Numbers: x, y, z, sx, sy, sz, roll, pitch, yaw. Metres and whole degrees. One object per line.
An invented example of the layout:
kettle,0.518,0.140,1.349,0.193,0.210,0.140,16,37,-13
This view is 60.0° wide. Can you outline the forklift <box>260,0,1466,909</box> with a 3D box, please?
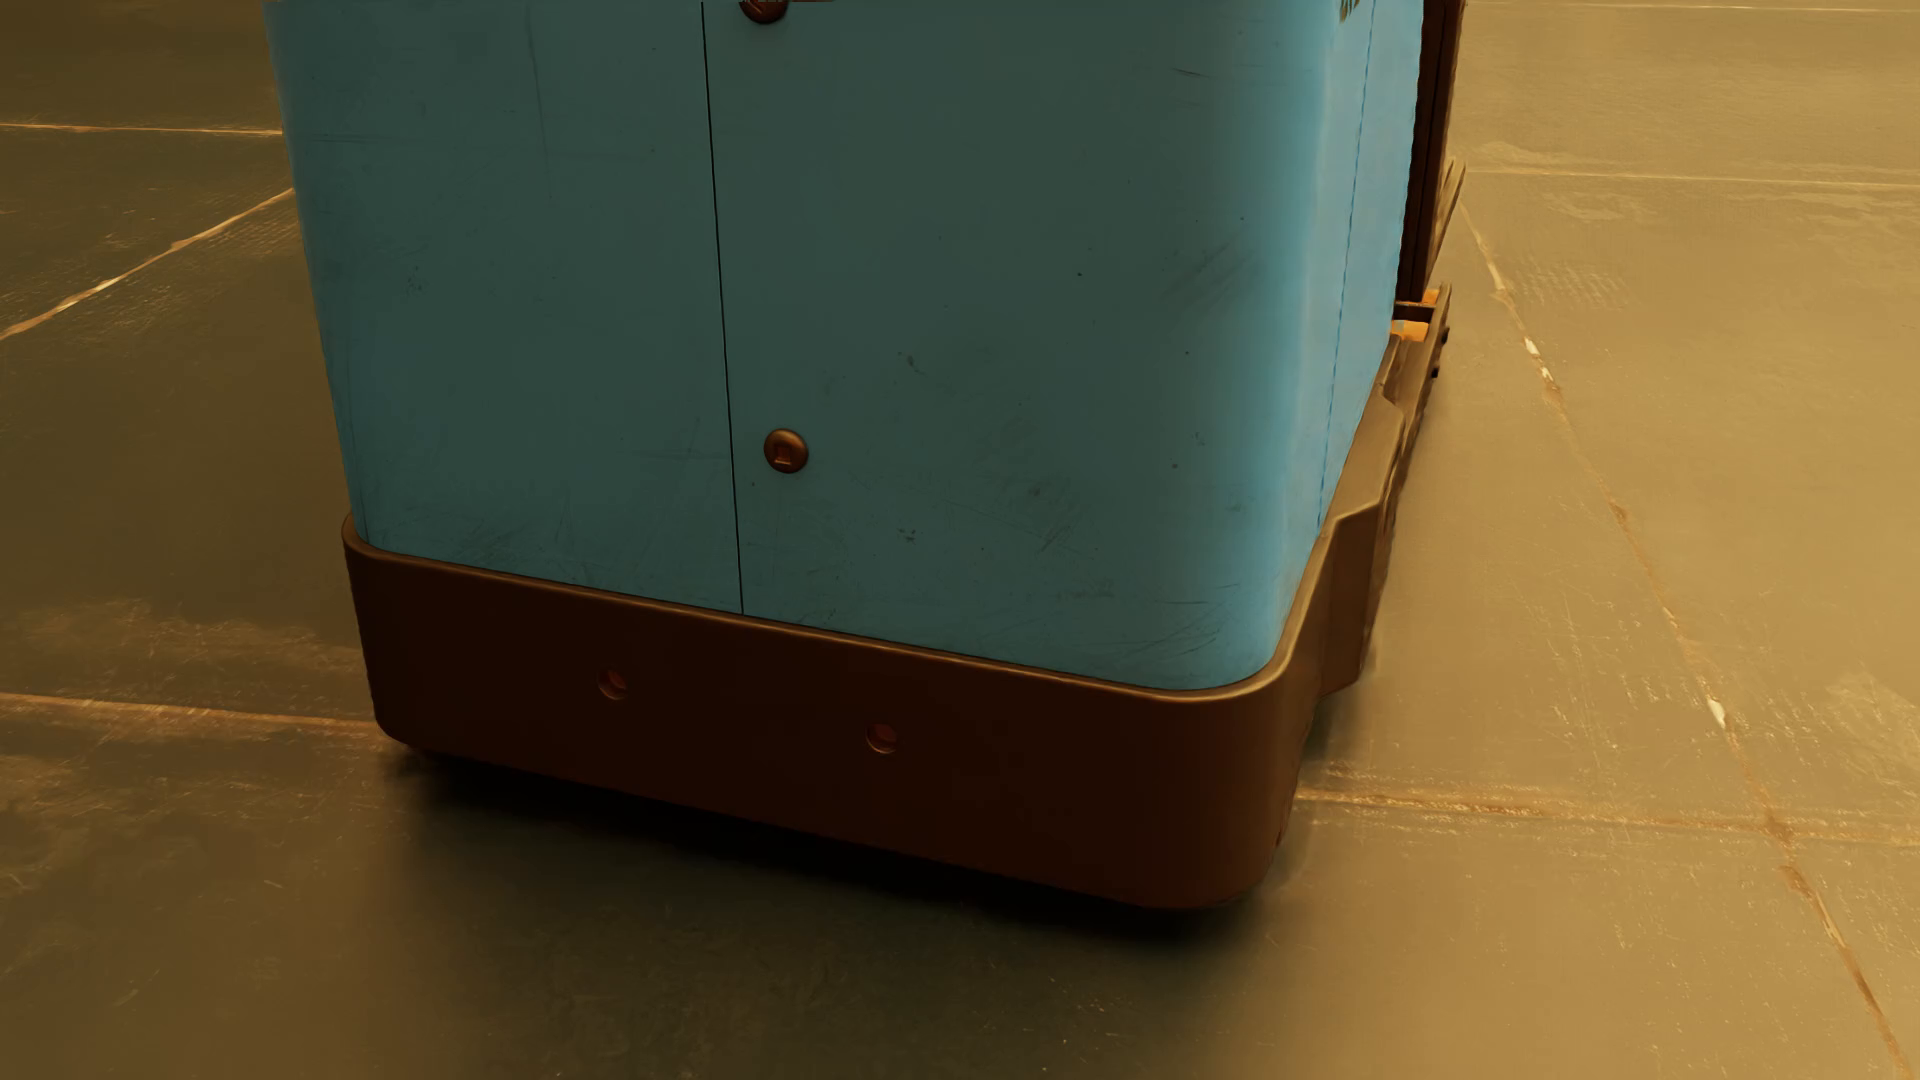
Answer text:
forklift,0.285,-1.589,2.403,1.130,2.935,3.031,9,28,17
